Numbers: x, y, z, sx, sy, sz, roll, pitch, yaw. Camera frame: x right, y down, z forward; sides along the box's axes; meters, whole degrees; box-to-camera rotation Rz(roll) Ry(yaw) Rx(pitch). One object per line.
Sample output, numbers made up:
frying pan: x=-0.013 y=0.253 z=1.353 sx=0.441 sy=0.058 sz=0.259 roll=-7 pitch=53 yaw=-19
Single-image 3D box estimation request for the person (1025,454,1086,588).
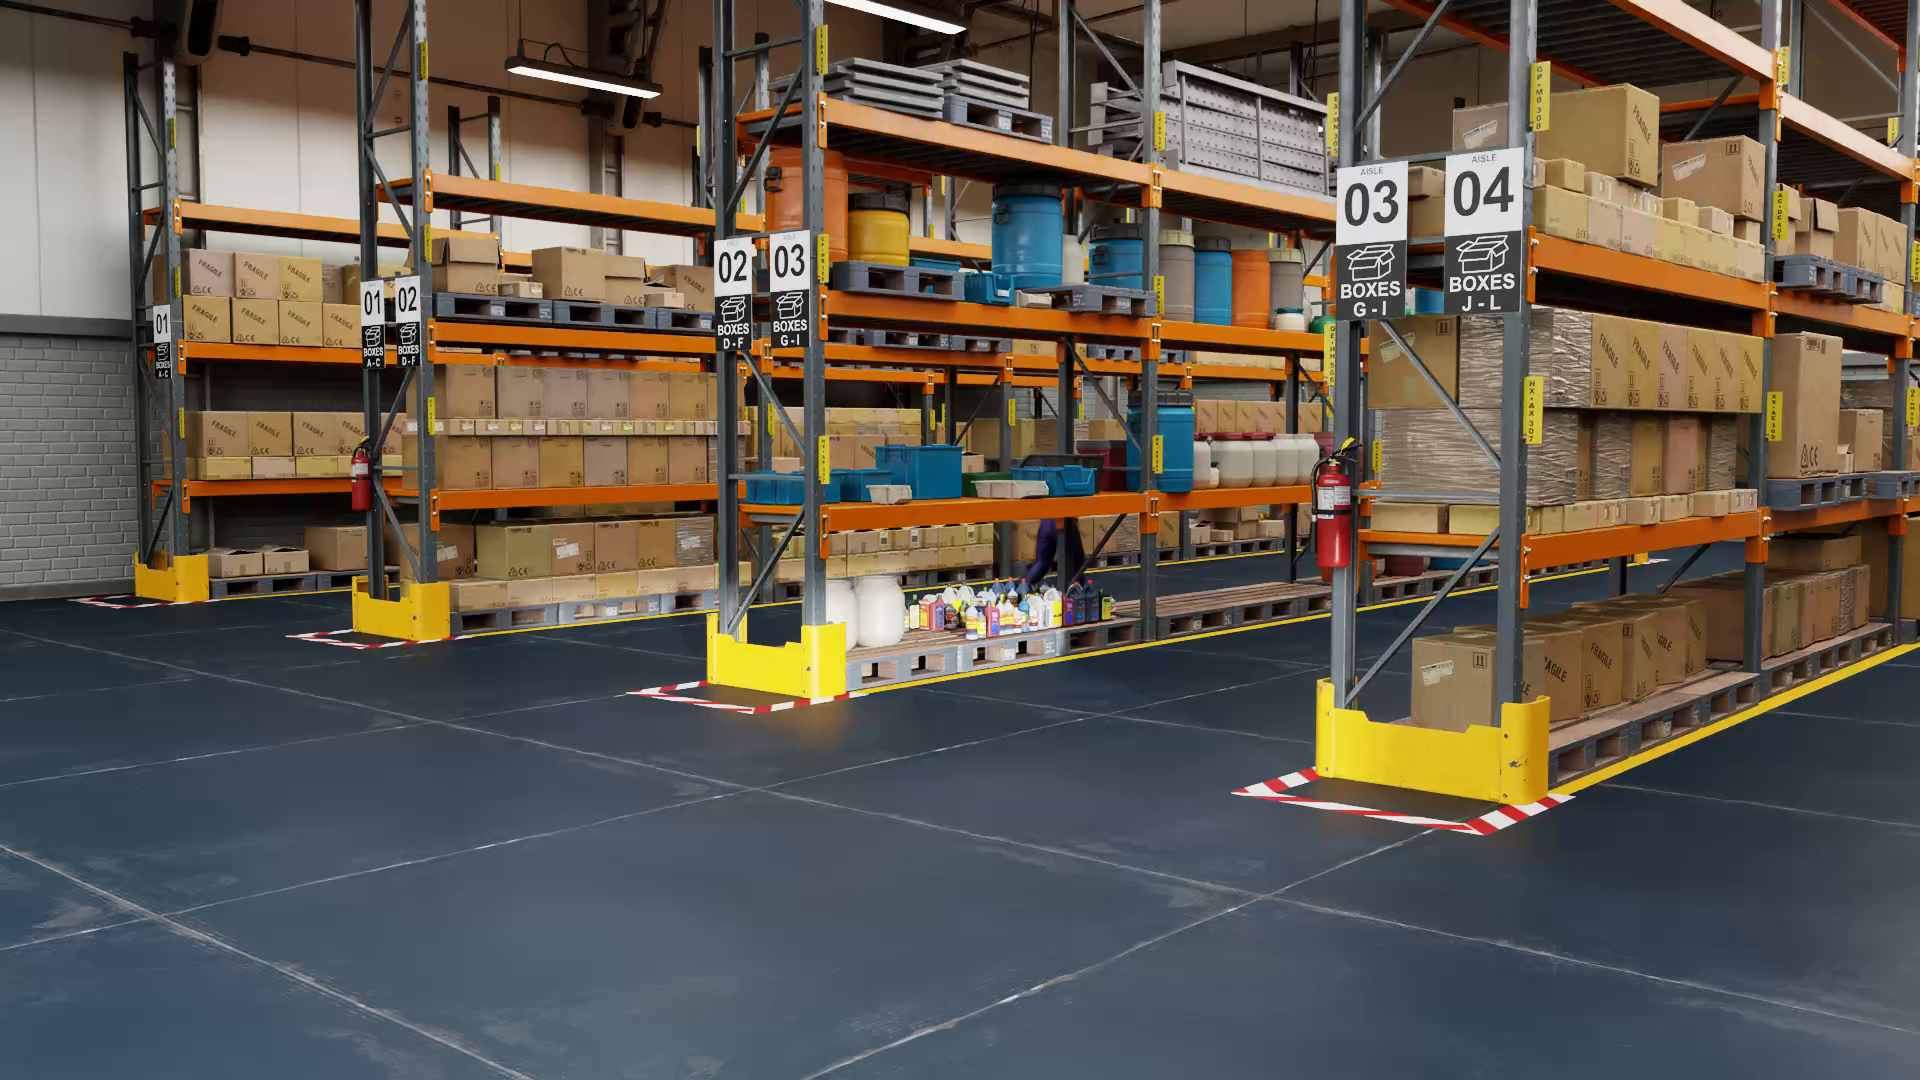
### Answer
person: x=1.000 y=-0.085 z=16.940 sx=0.477 sy=1.602 sz=0.971 roll=3 pitch=5 yaw=42
